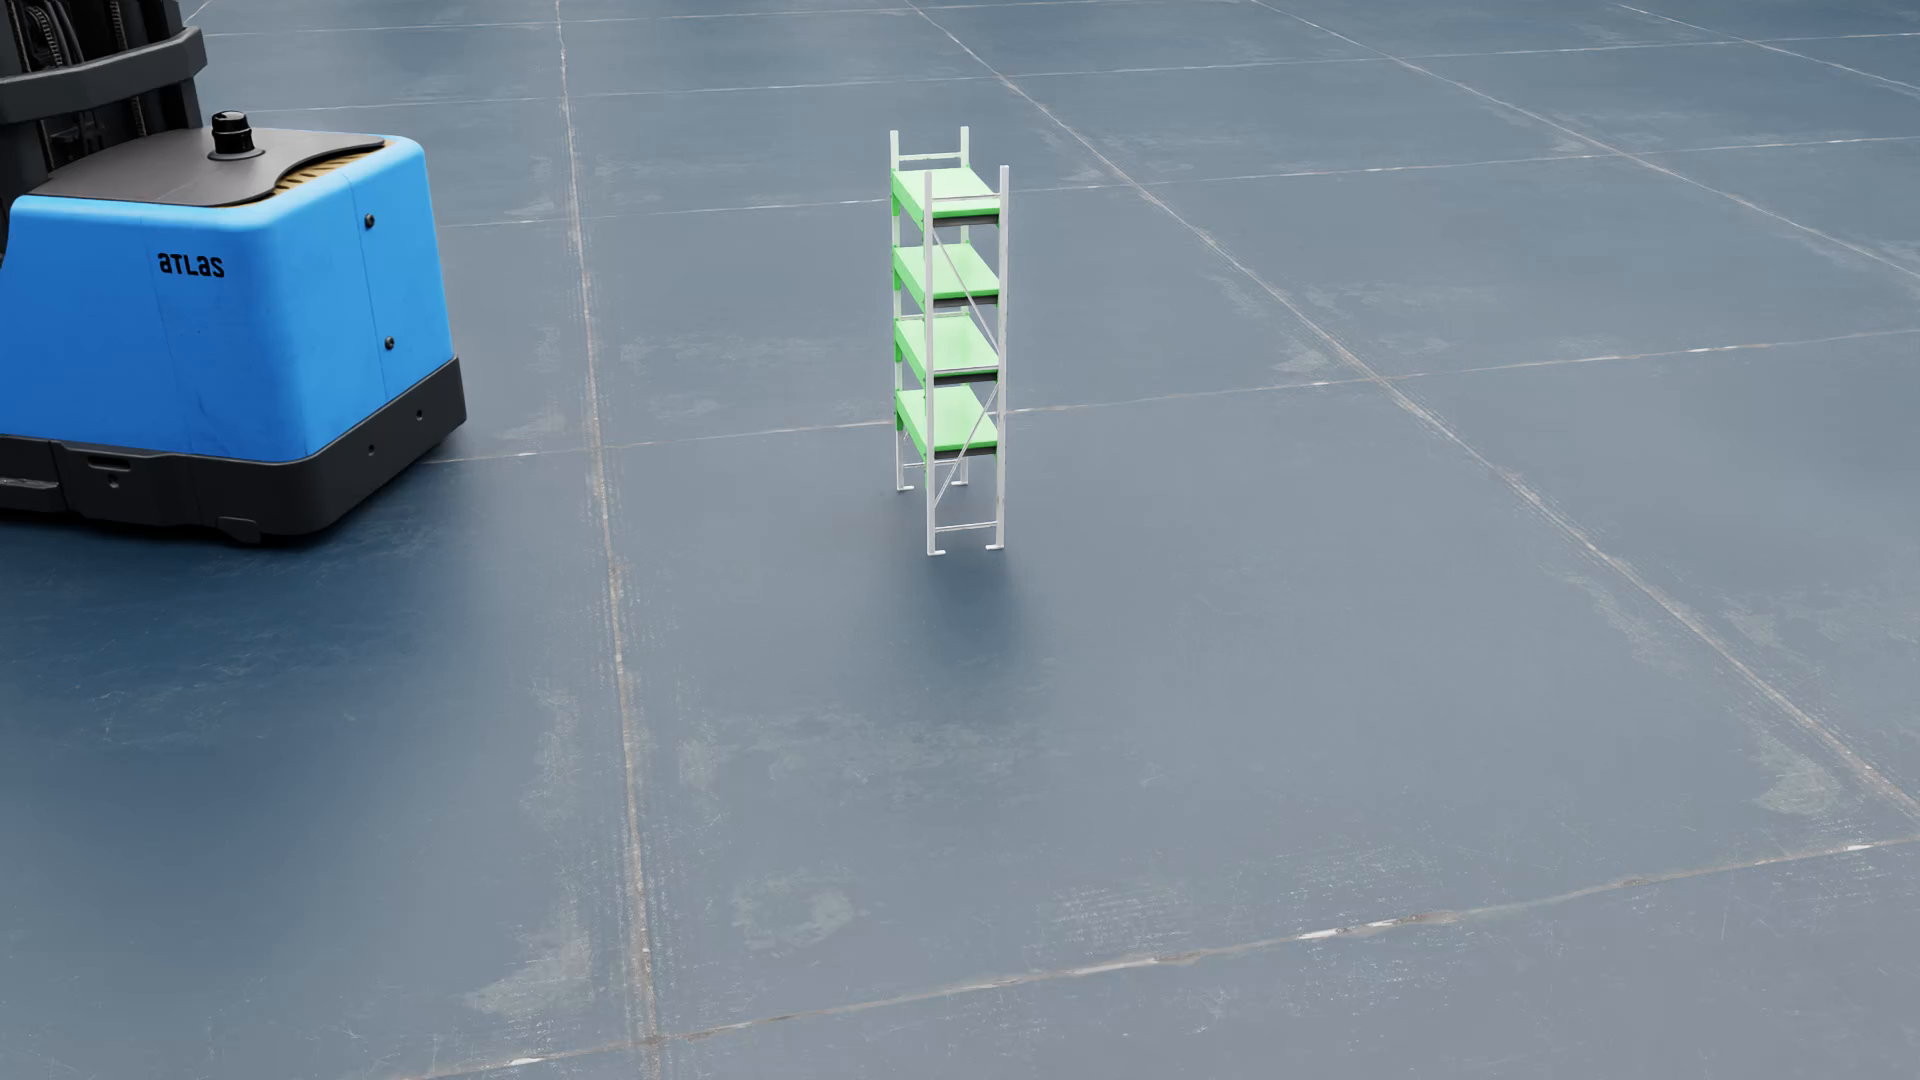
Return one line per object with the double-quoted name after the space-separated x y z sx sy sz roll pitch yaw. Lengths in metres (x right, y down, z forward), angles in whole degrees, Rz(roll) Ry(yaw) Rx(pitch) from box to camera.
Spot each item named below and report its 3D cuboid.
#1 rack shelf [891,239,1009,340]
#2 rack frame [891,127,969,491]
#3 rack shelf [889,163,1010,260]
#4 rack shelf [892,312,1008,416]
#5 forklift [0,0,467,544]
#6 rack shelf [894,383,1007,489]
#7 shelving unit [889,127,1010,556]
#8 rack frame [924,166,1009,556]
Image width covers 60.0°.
-0.037 -0.766 5.044 0.258 0.148 0.480 -6 27 -12 "rack shelf"
-0.092 -0.715 5.336 0.240 1.200 0.015 -6 27 -12 "rack frame"
-0.037 -0.980 4.936 0.258 0.148 0.480 -6 27 -12 "rack shelf"
-0.037 -0.551 5.152 0.258 0.148 0.480 -6 27 -12 "rack shelf"
-3.336 -1.636 5.238 3.031 2.935 1.130 6 27 12 "forklift"
-0.037 -0.337 5.261 0.258 0.148 0.480 -6 27 -12 "rack shelf"
-0.037 -0.608 5.124 0.258 1.200 0.503 -6 27 -12 "shelving unit"
0.018 -0.501 4.911 0.240 1.200 0.015 -6 27 -12 "rack frame"
